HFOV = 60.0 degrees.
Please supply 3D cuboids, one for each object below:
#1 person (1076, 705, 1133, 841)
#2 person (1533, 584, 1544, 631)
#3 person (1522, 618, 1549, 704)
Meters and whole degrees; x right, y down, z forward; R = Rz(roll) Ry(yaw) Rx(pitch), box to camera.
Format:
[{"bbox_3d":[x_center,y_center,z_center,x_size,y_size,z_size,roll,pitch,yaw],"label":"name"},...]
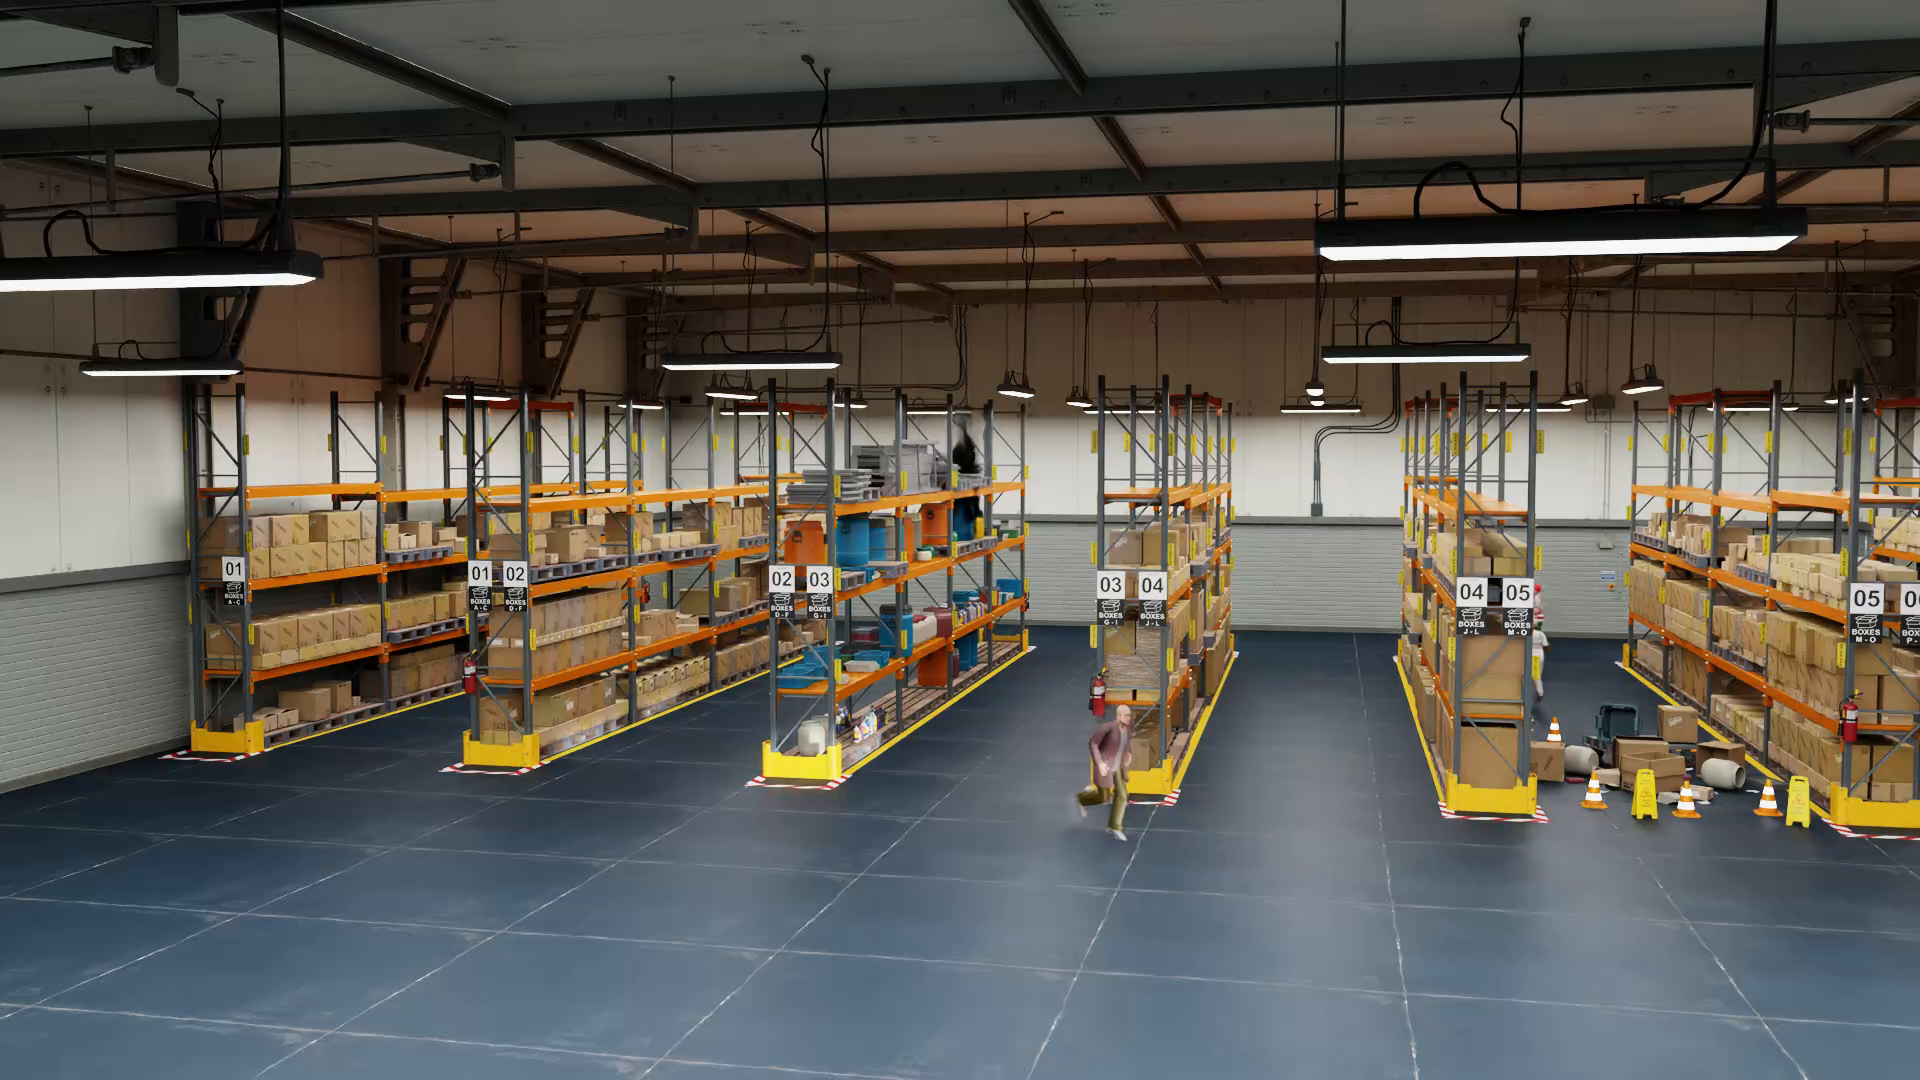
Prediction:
[{"bbox_3d":[1.858,2.944,21.438,0.722,1.735,0.970,-3,4,-42],"label":"person"},{"bbox_3d":[13.458,1.900,38.974,0.608,1.749,0.638,1,3,14],"label":"person"},{"bbox_3d":[10.986,2.343,31.911,0.604,1.686,0.924,0,3,5],"label":"person"}]
